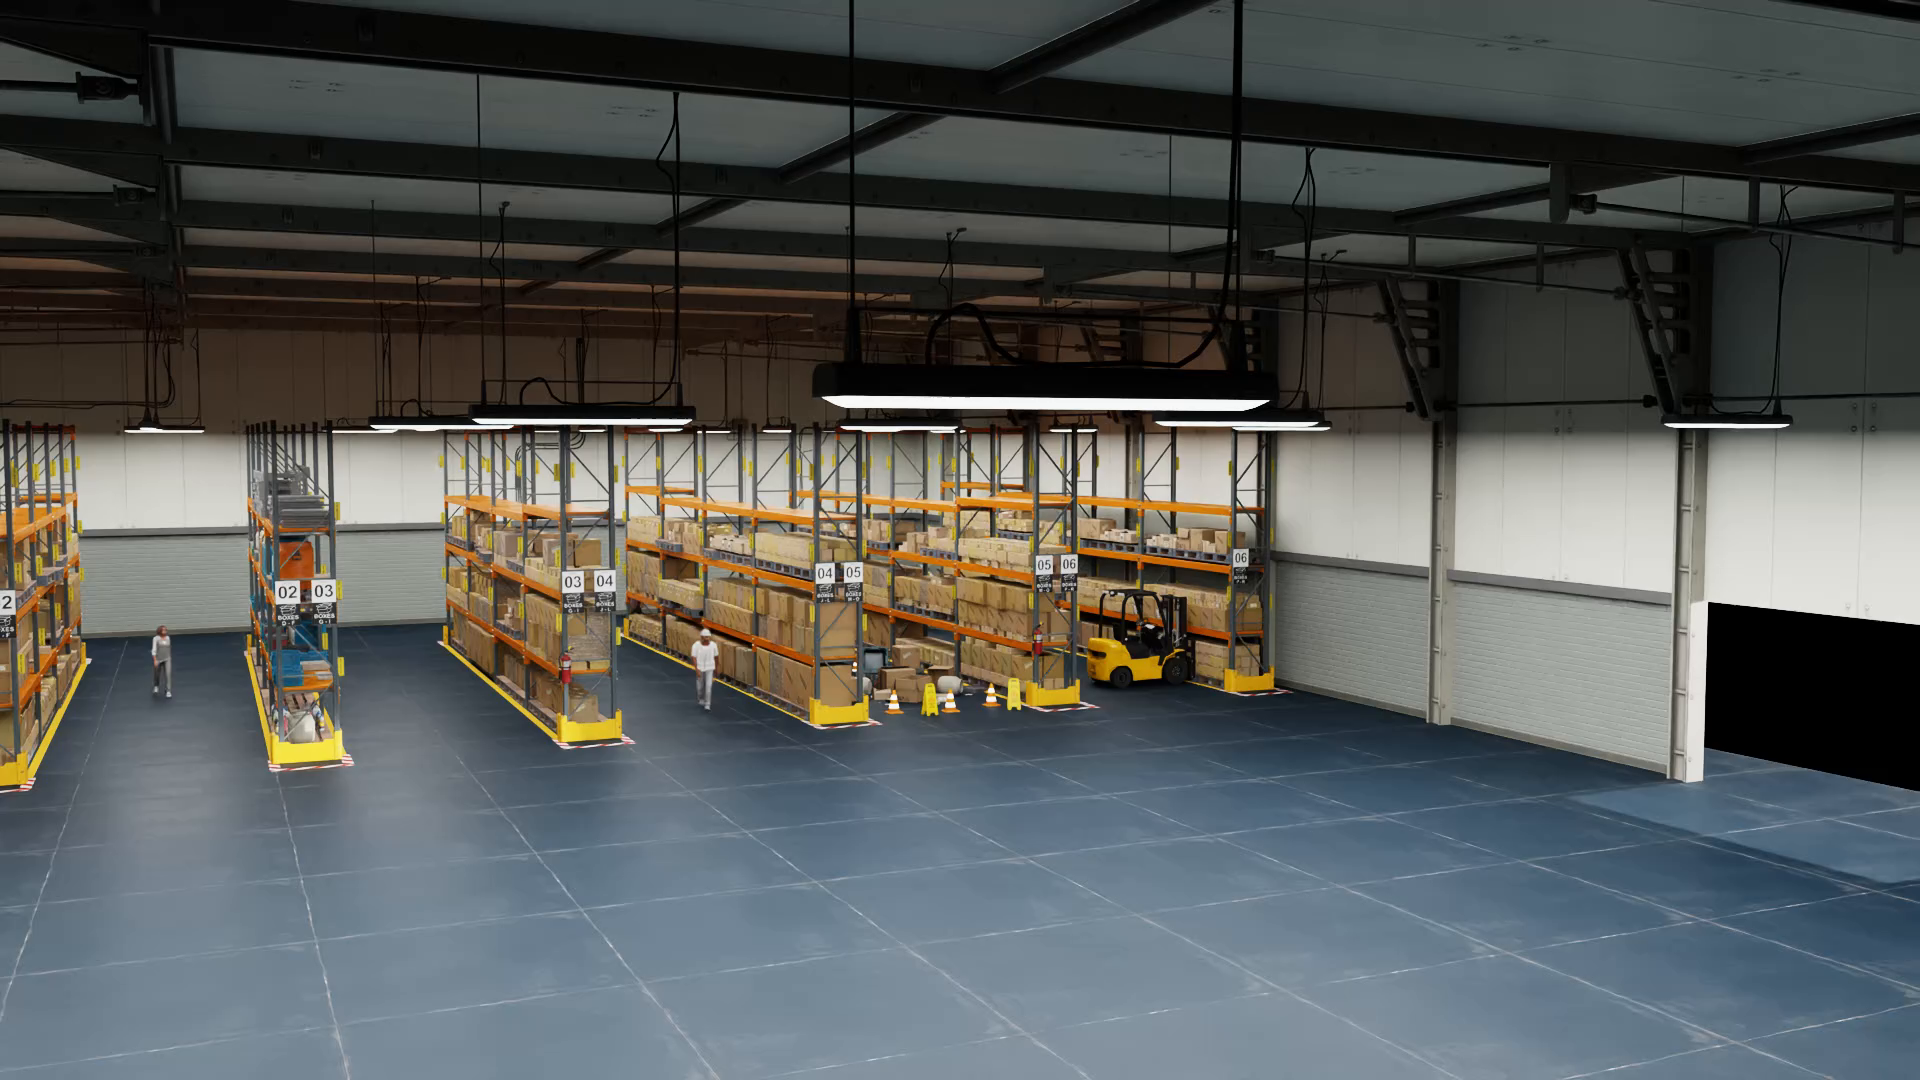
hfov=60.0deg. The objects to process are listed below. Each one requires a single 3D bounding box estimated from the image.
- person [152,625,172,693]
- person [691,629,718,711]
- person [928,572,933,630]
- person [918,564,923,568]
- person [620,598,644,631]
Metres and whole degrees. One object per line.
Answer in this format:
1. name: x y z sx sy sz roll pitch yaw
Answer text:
1. person: -17.581 2.613 36.580 0.396 1.500 0.729 -2 4 -33
2. person: -5.323 2.703 34.696 0.558 1.692 0.973 -1 4 -9
3. person: -0.942 1.793 49.064 0.476 1.726 0.579 1 4 18
4. person: -1.154 1.554 53.131 0.722 1.570 0.502 -2 4 -29
5. person: -9.537 1.933 48.867 1.113 1.493 0.577 -3 5 -39
